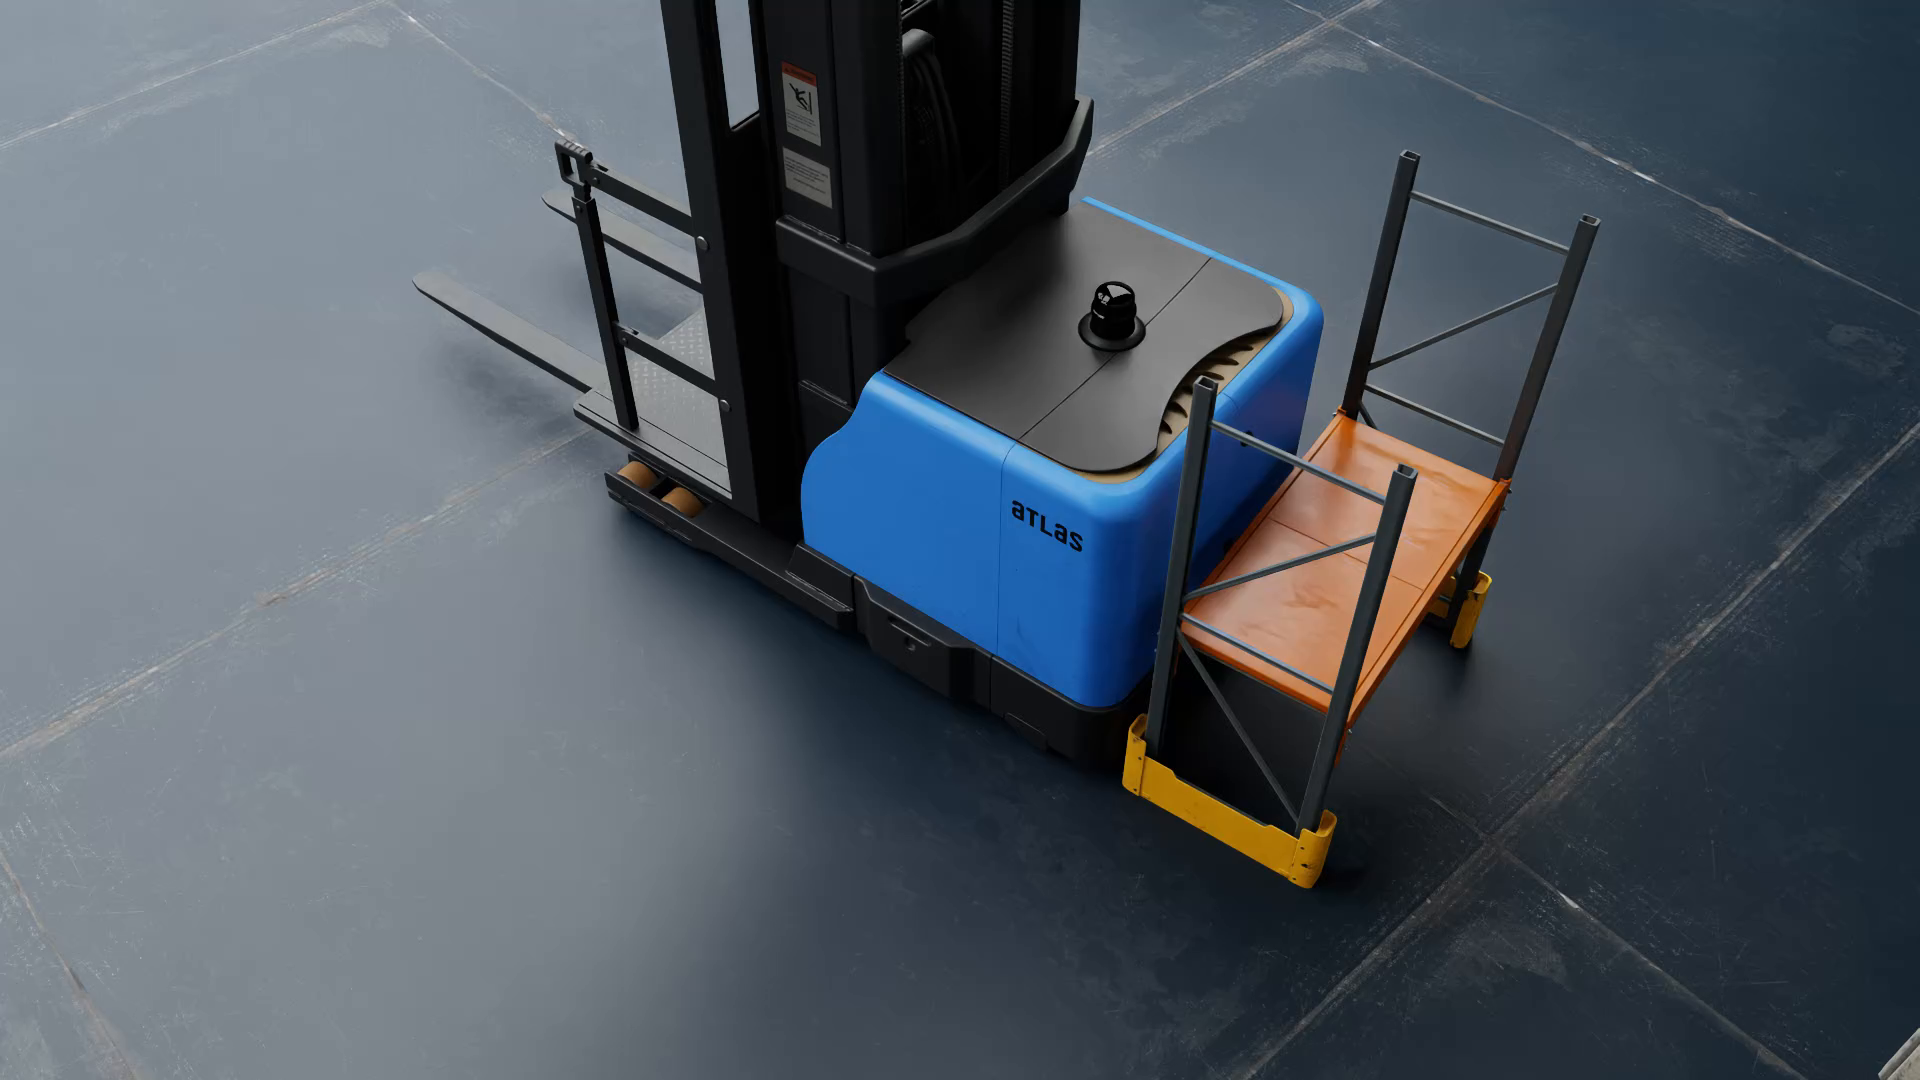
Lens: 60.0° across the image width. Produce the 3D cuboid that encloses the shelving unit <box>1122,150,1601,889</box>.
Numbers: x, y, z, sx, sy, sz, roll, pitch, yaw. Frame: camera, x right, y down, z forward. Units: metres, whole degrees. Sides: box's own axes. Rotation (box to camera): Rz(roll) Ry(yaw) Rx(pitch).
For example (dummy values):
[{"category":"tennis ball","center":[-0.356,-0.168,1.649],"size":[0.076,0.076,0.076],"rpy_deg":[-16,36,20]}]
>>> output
[{"category":"shelving unit","center":[0.994,-0.028,4.255],"size":[0.587,1.500,1.083],"rpy_deg":[27,53,23]}]

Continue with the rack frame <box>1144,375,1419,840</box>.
[{"category":"rack frame","center":[0.707,0.272,3.978],"size":[0.500,1.500,0.032],"rpy_deg":[27,53,23]}]

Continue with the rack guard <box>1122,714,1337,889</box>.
[{"category":"rack guard","center":[0.708,0.695,4.438],"size":[0.587,0.250,0.087],"rpy_deg":[27,53,23]}]

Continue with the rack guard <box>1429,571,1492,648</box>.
[{"category":"rack guard","center":[1.279,0.095,4.991],"size":[0.587,0.250,0.087],"rpy_deg":[27,53,23]}]

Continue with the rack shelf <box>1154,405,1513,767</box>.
[{"category":"rack shelf","center":[0.999,0.088,4.393],"size":[0.538,0.185,1.000],"rpy_deg":[27,53,23]}]

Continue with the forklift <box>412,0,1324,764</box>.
[{"category":"forklift","center":[-0.502,-1.274,4.431],"size":[3.031,2.935,1.130],"rpy_deg":[29,54,24]}]

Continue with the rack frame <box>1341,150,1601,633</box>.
[{"category":"rack frame","center":[1.291,-0.340,4.543],"size":[0.500,1.500,0.032],"rpy_deg":[27,53,23]}]
